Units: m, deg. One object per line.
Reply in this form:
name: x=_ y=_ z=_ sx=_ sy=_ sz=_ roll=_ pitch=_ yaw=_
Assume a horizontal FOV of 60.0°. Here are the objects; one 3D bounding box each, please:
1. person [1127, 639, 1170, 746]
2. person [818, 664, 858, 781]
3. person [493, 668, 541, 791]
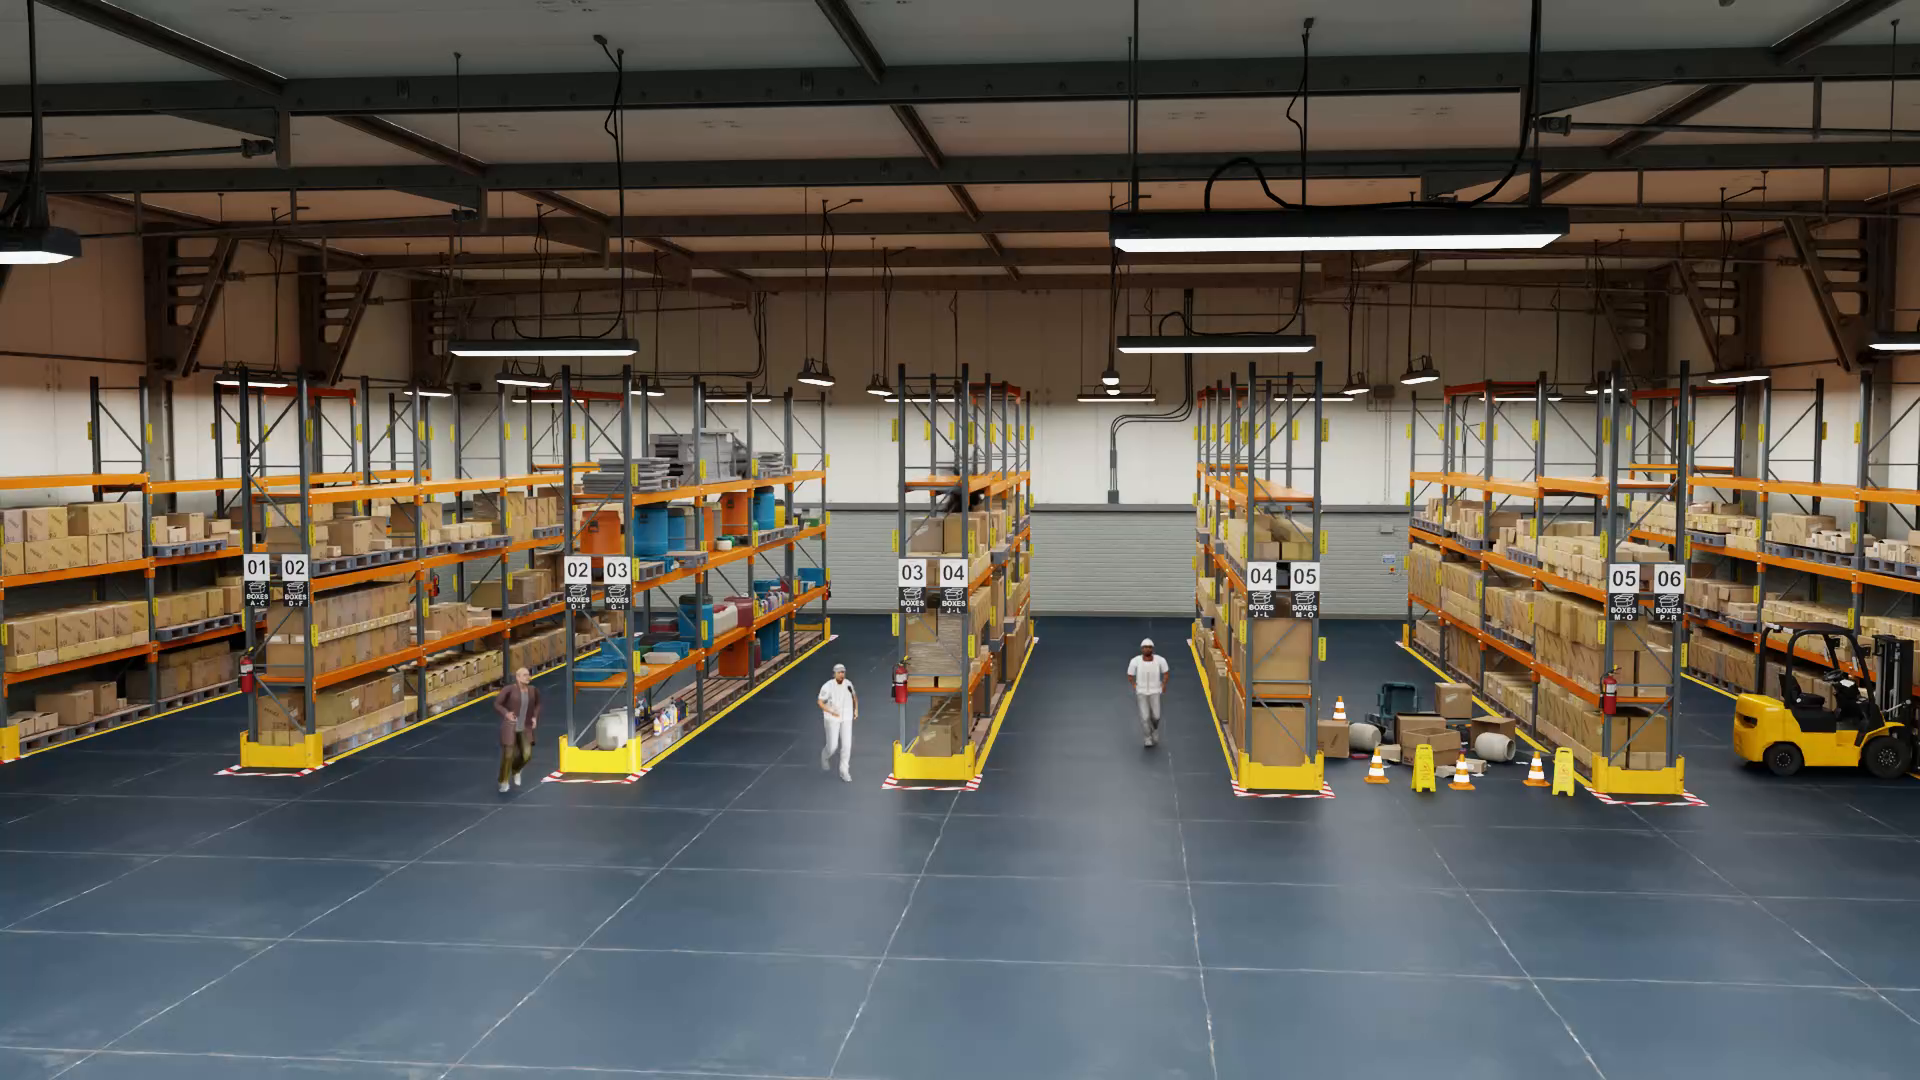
person: x=3.006 y=2.433 z=26.501 sx=0.674 sy=1.721 sz=0.569 roll=0 pitch=4 yaw=5
person: x=-1.775 y=2.632 z=24.249 sx=0.631 sy=1.675 sz=0.763 roll=-2 pitch=4 yaw=-24
person: x=-6.182 y=2.652 z=23.396 sx=0.713 sy=1.704 sz=0.605 roll=-2 pitch=4 yaw=-30
